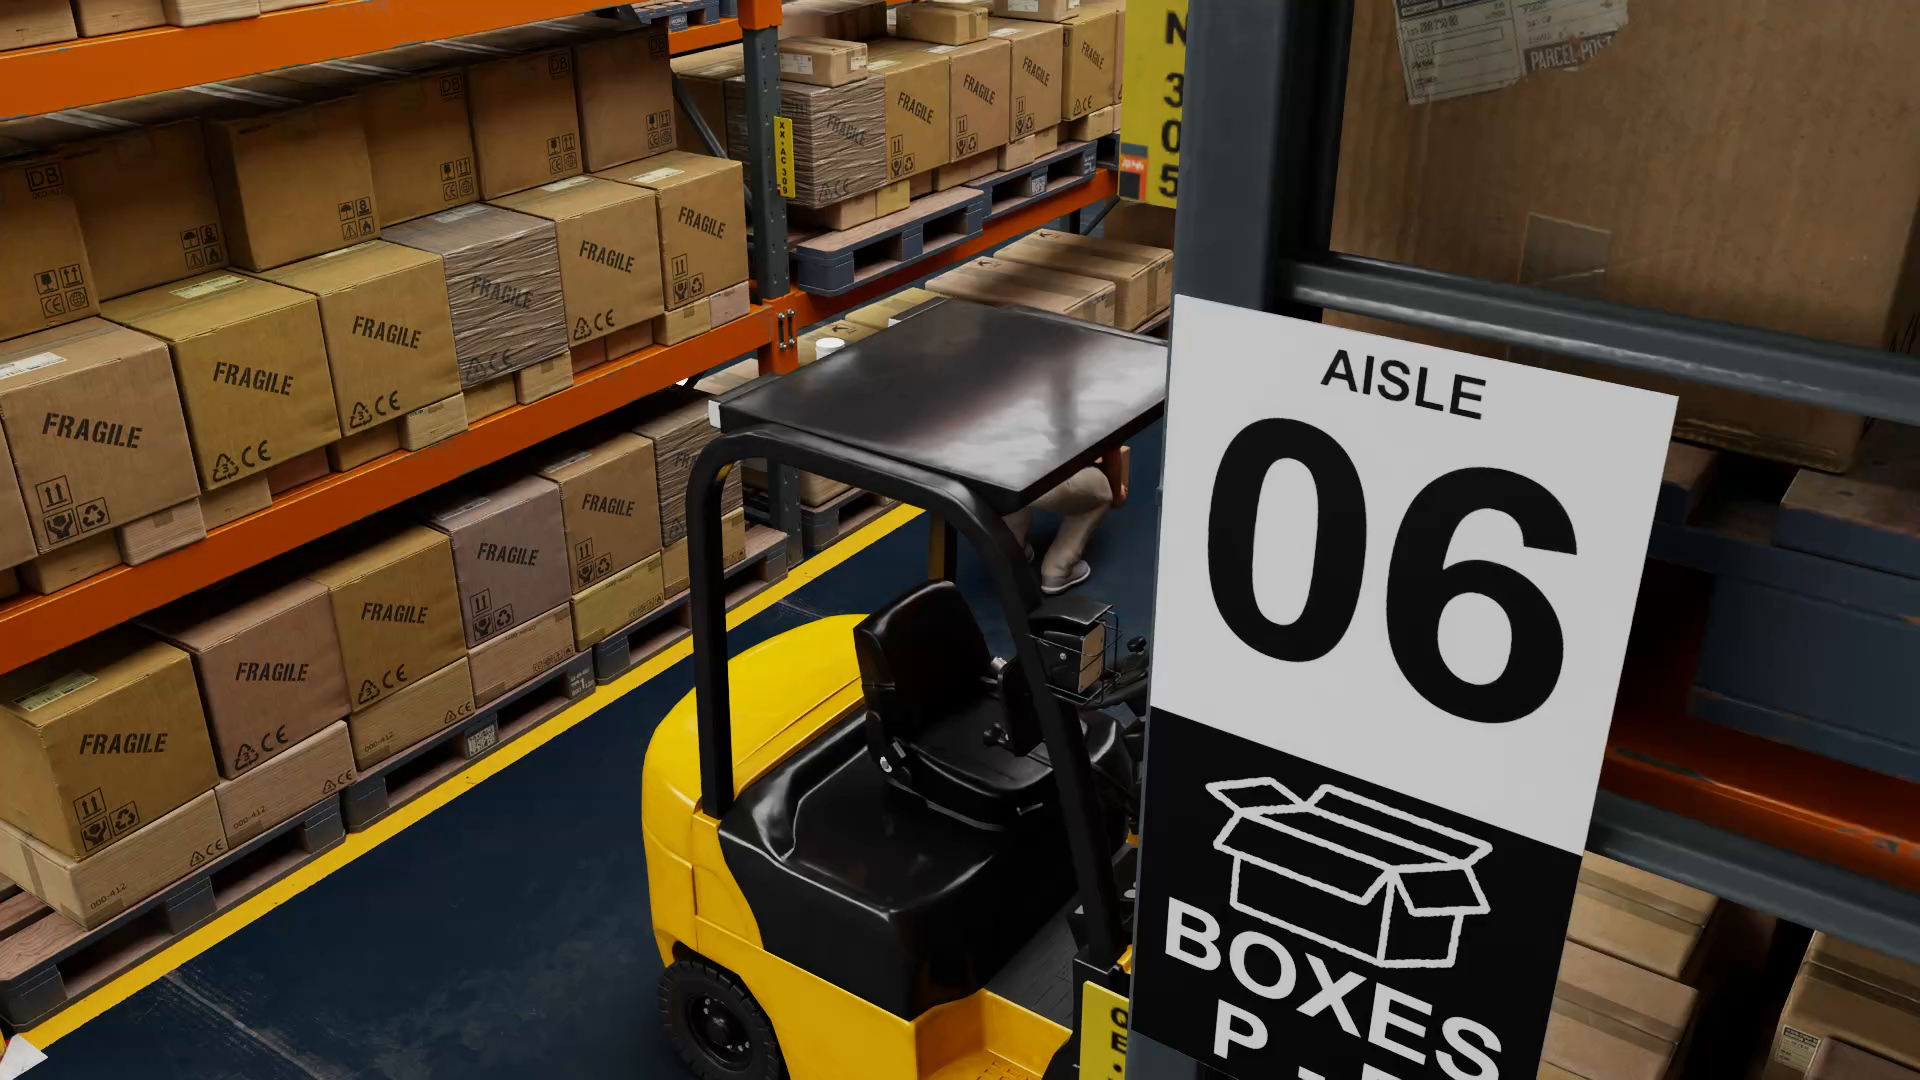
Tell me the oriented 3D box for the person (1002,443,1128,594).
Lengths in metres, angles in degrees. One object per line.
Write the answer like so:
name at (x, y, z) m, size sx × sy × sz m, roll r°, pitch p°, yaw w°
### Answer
person at (0.445, -0.327, 7.629) m, size 0.536 × 0.973 × 0.910 m, roll 15°, pitch 31°, yaw 28°
